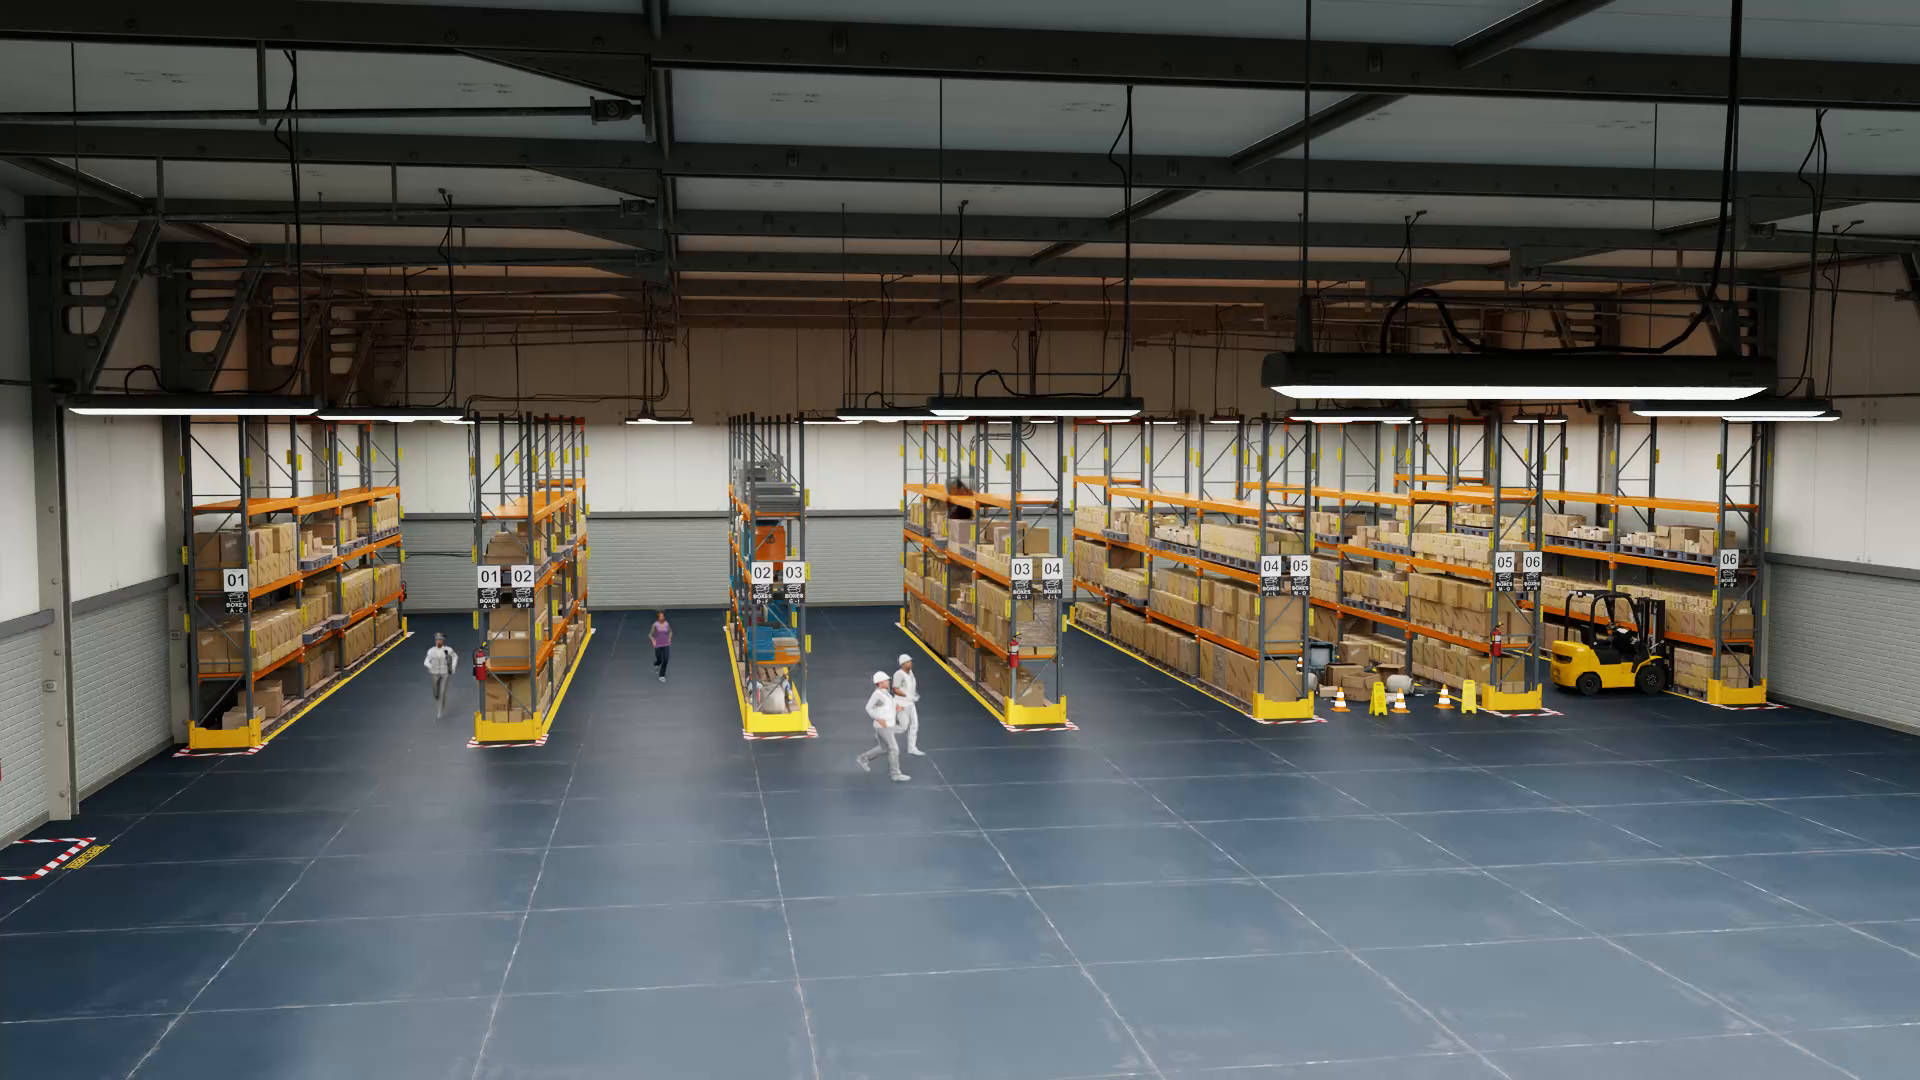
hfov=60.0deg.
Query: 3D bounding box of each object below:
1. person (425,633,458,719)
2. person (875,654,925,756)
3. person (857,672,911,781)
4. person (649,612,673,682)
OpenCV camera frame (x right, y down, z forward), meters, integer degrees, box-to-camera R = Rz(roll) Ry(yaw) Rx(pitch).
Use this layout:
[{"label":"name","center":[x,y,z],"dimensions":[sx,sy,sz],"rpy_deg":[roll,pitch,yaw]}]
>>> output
[{"label":"person","center":[-10.244,2.655,32.824],"dimensions":[0.630,1.650,0.949],"rpy_deg":[-1,4,-11]},{"label":"person","center":[-1.019,2.875,29.080],"dimensions":[0.856,1.775,0.689],"rpy_deg":[1,4,19]},{"label":"person","center":[-1.249,3.005,26.910],"dimensions":[0.930,1.750,0.666],"rpy_deg":[1,4,11]},{"label":"person","center":[-6.755,2.397,37.600],"dimensions":[0.537,1.561,0.590],"rpy_deg":[-2,4,-24]}]
